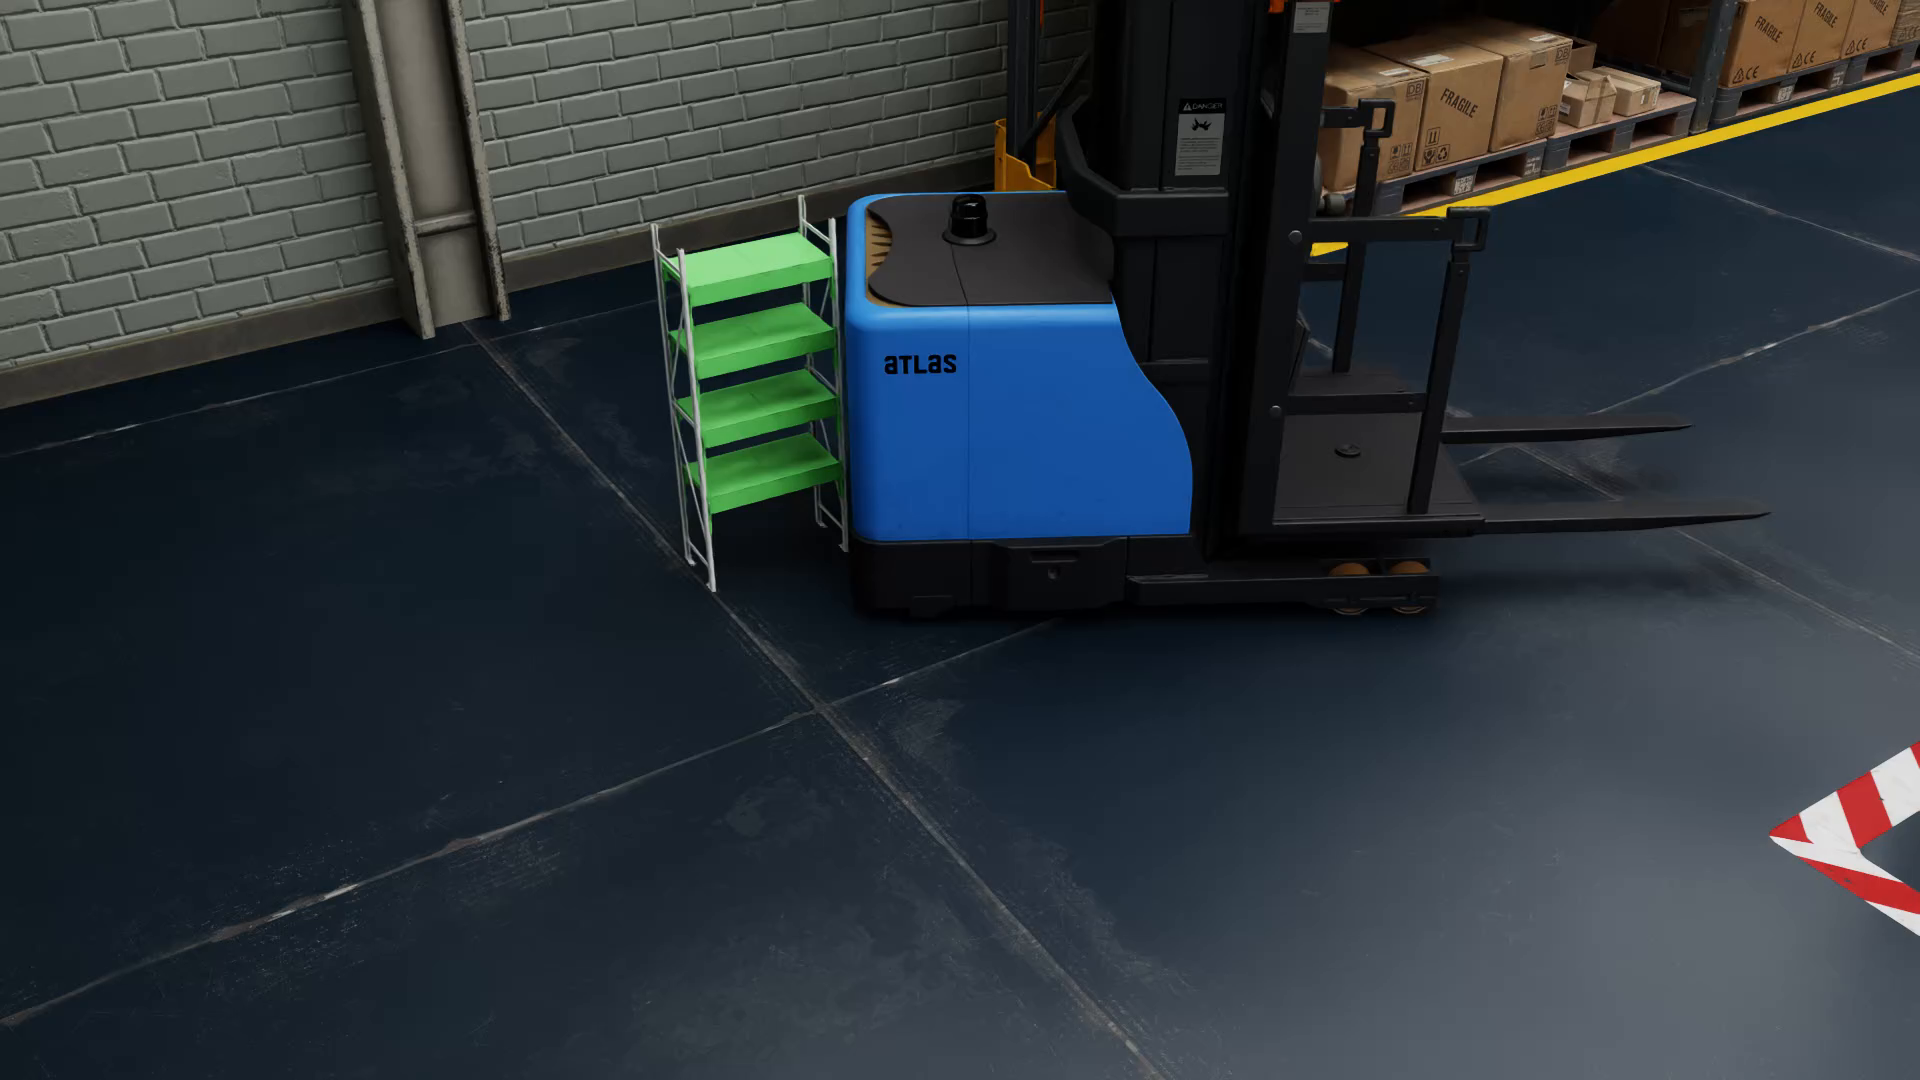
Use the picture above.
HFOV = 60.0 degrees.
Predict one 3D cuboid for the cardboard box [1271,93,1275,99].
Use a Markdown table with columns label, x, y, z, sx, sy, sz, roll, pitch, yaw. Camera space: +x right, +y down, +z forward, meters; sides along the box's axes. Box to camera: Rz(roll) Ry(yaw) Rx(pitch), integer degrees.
| label | x | y | z | sx | sy | sz | roll | pitch | yaw |
| --- | --- | --- | --- | --- | --- | --- | --- | --- | --- |
| cardboard box | 1.106 | -1.883 | 7.869 | 0.637 | 0.503 | 0.797 | -21 | 38 | -29 |

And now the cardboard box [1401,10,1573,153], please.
| label | x | y | z | sx | sy | sz | roll | pitch | yaw |
| --- | --- | --- | --- | --- | --- | --- | --- | --- | --- |
| cardboard box | 2.718 | -2.411 | 8.710 | 0.500 | 0.500 | 0.700 | -20 | 38 | -29 |

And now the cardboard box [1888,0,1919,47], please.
| label | x | y | z | sx | sy | sz | roll | pitch | yaw |
| --- | --- | --- | --- | --- | --- | --- | --- | --- | --- |
| cardboard box | 5.734 | -3.390 | 10.262 | 0.500 | 0.500 | 0.500 | -20 | 38 | -29 |

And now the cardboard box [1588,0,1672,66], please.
| label | x | y | z | sx | sy | sz | roll | pitch | yaw |
| --- | --- | --- | --- | --- | --- | --- | --- | --- | --- |
| cardboard box | 4.155 | -3.178 | 9.925 | 0.500 | 0.500 | 0.500 | -19 | 37 | -27 |

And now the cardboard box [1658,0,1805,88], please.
| label | x | y | z | sx | sy | sz | roll | pitch | yaw |
| --- | --- | --- | --- | --- | --- | --- | --- | --- | --- |
| cardboard box | 4.431 | -2.942 | 9.552 | 0.500 | 0.500 | 0.500 | -17 | 36 | -25 |

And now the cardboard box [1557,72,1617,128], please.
| label | x | y | z | sx | sy | sz | roll | pitch | yaw |
| --- | --- | --- | --- | --- | --- | --- | --- | --- | --- |
| cardboard box | 3.293 | -2.408 | 8.925 | 0.258 | 0.266 | 0.396 | -18 | 36 | -26 |

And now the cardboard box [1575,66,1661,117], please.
| label | x | y | z | sx | sy | sz | roll | pitch | yaw |
| --- | --- | --- | --- | --- | --- | --- | --- | --- | --- |
| cardboard box | 3.593 | -2.462 | 9.120 | 0.250 | 0.149 | 0.380 | -20 | 37 | -29 |

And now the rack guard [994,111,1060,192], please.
| label | x | y | z | sx | sy | sz | roll | pitch | yaw |
| --- | --- | --- | --- | --- | --- | --- | --- | --- | --- |
| rack guard | 0.604 | -1.591 | 7.804 | 0.348 | 0.500 | 1.175 | -19 | 37 | -27 |

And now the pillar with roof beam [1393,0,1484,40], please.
| label | x | y | z | sx | sy | sz | roll | pitch | yaw |
| --- | --- | --- | --- | --- | --- | --- | --- | --- | --- |
| pillar with roof beam | 5.161 | -4.593 | 4.596 | 0.400 | 9.000 | 9.100 | -19 | 37 | -27 |

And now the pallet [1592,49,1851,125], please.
| label | x | y | z | sx | sy | sz | roll | pitch | yaw |
| --- | --- | --- | --- | --- | --- | --- | --- | --- | --- |
| pallet | 4.565 | -2.855 | 10.079 | 1.213 | 0.211 | 1.003 | -19 | 37 | -27 |

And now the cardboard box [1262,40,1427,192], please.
| label | x | y | z | sx | sy | sz | roll | pitch | yaw |
| --- | --- | --- | --- | --- | --- | --- | --- | --- | --- |
| cardboard box | 1.845 | -2.111 | 8.234 | 0.500 | 0.500 | 0.700 | -17 | 36 | -25 |

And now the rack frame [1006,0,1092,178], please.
| label | x | y | z | sx | sy | sz | roll | pitch | yaw |
| --- | --- | --- | --- | --- | --- | --- | --- | --- | --- |
| rack frame | 0.540 | -2.627 | 7.102 | 0.127 | 3.000 | 1.000 | -19 | 37 | -27 |

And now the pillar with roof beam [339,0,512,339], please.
| label | x | y | z | sx | sy | sz | roll | pitch | yaw |
| --- | --- | --- | --- | --- | --- | --- | --- | --- | --- |
| pillar with roof beam | 0.118 | -2.858 | 1.846 | 0.400 | 9.000 | 9.100 | -19 | 37 | -27 |

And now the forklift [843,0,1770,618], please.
| label | x | y | z | sx | sy | sz | roll | pitch | yaw |
| --- | --- | --- | --- | --- | --- | --- | --- | --- | --- |
| forklift | 1.144 | -1.279 | 5.031 | 3.031 | 2.935 | 1.130 | -2 | 32 | -2 |

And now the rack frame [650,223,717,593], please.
| label | x | y | z | sx | sy | sz | roll | pitch | yaw |
| --- | --- | --- | --- | --- | --- | --- | --- | --- | --- |
| rack frame | -0.868 | -0.391 | 5.245 | 0.015 | 1.200 | 0.240 | -17 | 36 | -25 |

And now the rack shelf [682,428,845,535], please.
| label | x | y | z | sx | sy | sz | roll | pitch | yaw |
| --- | --- | --- | --- | --- | --- | --- | --- | --- | --- |
| rack shelf | -0.655 | -0.198 | 5.508 | 0.480 | 0.148 | 0.258 | -17 | 36 | -25 |

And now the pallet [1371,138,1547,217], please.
| label | x | y | z | sx | sy | sz | roll | pitch | yaw |
| --- | --- | --- | --- | --- | --- | --- | --- | --- | --- |
| pallet | 2.298 | -2.050 | 8.803 | 1.213 | 0.211 | 1.003 | -19 | 37 | -27 |

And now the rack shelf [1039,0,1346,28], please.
| label | x | y | z | sx | sy | sz | roll | pitch | yaw |
| --- | --- | --- | --- | --- | --- | --- | --- | --- | --- |
| rack shelf | 2.221 | -2.900 | 8.211 | 4.000 | 0.370 | 1.077 | -19 | 37 | -27 |

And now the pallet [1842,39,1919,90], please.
| label | x | y | z | sx | sy | sz | roll | pitch | yaw |
| --- | --- | --- | --- | --- | --- | --- | --- | --- | --- |
| pallet | 5.592 | -3.210 | 10.641 | 1.213 | 0.211 | 1.003 | -19 | 37 | -27 |

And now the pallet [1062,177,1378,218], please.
| label | x | y | z | sx | sy | sz | roll | pitch | yaw |
| --- | --- | --- | --- | --- | --- | --- | --- | --- | --- |
| pallet | 1.274 | -1.700 | 8.247 | 1.213 | 0.211 | 1.003 | -19 | 37 | -27 |

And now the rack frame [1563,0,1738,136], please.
| label | x | y | z | sx | sy | sz | roll | pitch | yaw |
| --- | --- | --- | --- | --- | --- | --- | --- | --- | --- |
| rack frame | 3.902 | -3.783 | 8.935 | 0.127 | 3.000 | 1.000 | -19 | 37 | -27 |

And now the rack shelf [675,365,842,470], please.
| label | x | y | z | sx | sy | sz | roll | pitch | yaw |
| --- | --- | --- | --- | --- | --- | --- | --- | --- | --- |
| rack shelf | -0.655 | -0.401 | 5.380 | 0.480 | 0.148 | 0.258 | -17 | 36 | -25 |

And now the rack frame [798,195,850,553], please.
| label | x | y | z | sx | sy | sz | roll | pitch | yaw |
| --- | --- | --- | --- | --- | --- | --- | --- | --- | --- |
| rack frame | -0.443 | -0.519 | 5.448 | 0.015 | 1.200 | 0.240 | -17 | 36 | -25 |

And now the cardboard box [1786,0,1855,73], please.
| label | x | y | z | sx | sy | sz | roll | pitch | yaw |
| --- | --- | --- | --- | --- | --- | --- | --- | --- | --- |
| cardboard box | 4.873 | -3.100 | 9.803 | 0.500 | 0.500 | 0.500 | -19 | 37 | -28 |

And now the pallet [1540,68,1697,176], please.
| label | x | y | z | sx | sy | sz | roll | pitch | yaw |
| --- | --- | --- | --- | --- | --- | --- | --- | --- | --- |
| pallet | 3.324 | -2.405 | 9.365 | 1.213 | 0.211 | 1.003 | -19 | 37 | -27 |

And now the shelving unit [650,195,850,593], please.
| label | x | y | z | sx | sy | sz | roll | pitch | yaw |
| --- | --- | --- | --- | --- | --- | --- | --- | --- | --- |
| shelving unit | -0.655 | -0.455 | 5.346 | 0.503 | 1.200 | 0.258 | -17 | 36 | -25 |

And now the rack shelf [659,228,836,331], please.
| label | x | y | z | sx | sy | sz | roll | pitch | yaw |
| --- | --- | --- | --- | --- | --- | --- | --- | --- | --- |
| rack shelf | -0.655 | -0.807 | 5.124 | 0.480 | 0.148 | 0.258 | -17 | 36 | -25 |

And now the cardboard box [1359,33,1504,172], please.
| label | x | y | z | sx | sy | sz | roll | pitch | yaw |
| --- | --- | --- | --- | --- | --- | --- | --- | --- | --- |
| cardboard box | 2.344 | -2.219 | 8.405 | 0.500 | 0.500 | 0.500 | -18 | 37 | -26 |

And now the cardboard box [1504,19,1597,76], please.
| label | x | y | z | sx | sy | sz | roll | pitch | yaw |
| --- | --- | --- | --- | --- | --- | --- | --- | --- | --- |
| cardboard box | 3.219 | -2.738 | 9.406 | 0.500 | 0.311 | 0.500 | -18 | 36 | -26 |

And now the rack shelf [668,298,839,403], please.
| label | x | y | z | sx | sy | sz | roll | pitch | yaw |
| --- | --- | --- | --- | --- | --- | --- | --- | --- | --- |
| rack shelf | -0.655 | -0.604 | 5.252 | 0.480 | 0.148 | 0.258 | -17 | 36 | -25 |

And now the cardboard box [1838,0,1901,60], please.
| label | x | y | z | sx | sy | sz | roll | pitch | yaw |
| --- | --- | --- | --- | --- | --- | --- | --- | --- | --- |
| cardboard box | 5.295 | -3.243 | 10.028 | 0.500 | 0.500 | 0.500 | -20 | 37 | -29 |
